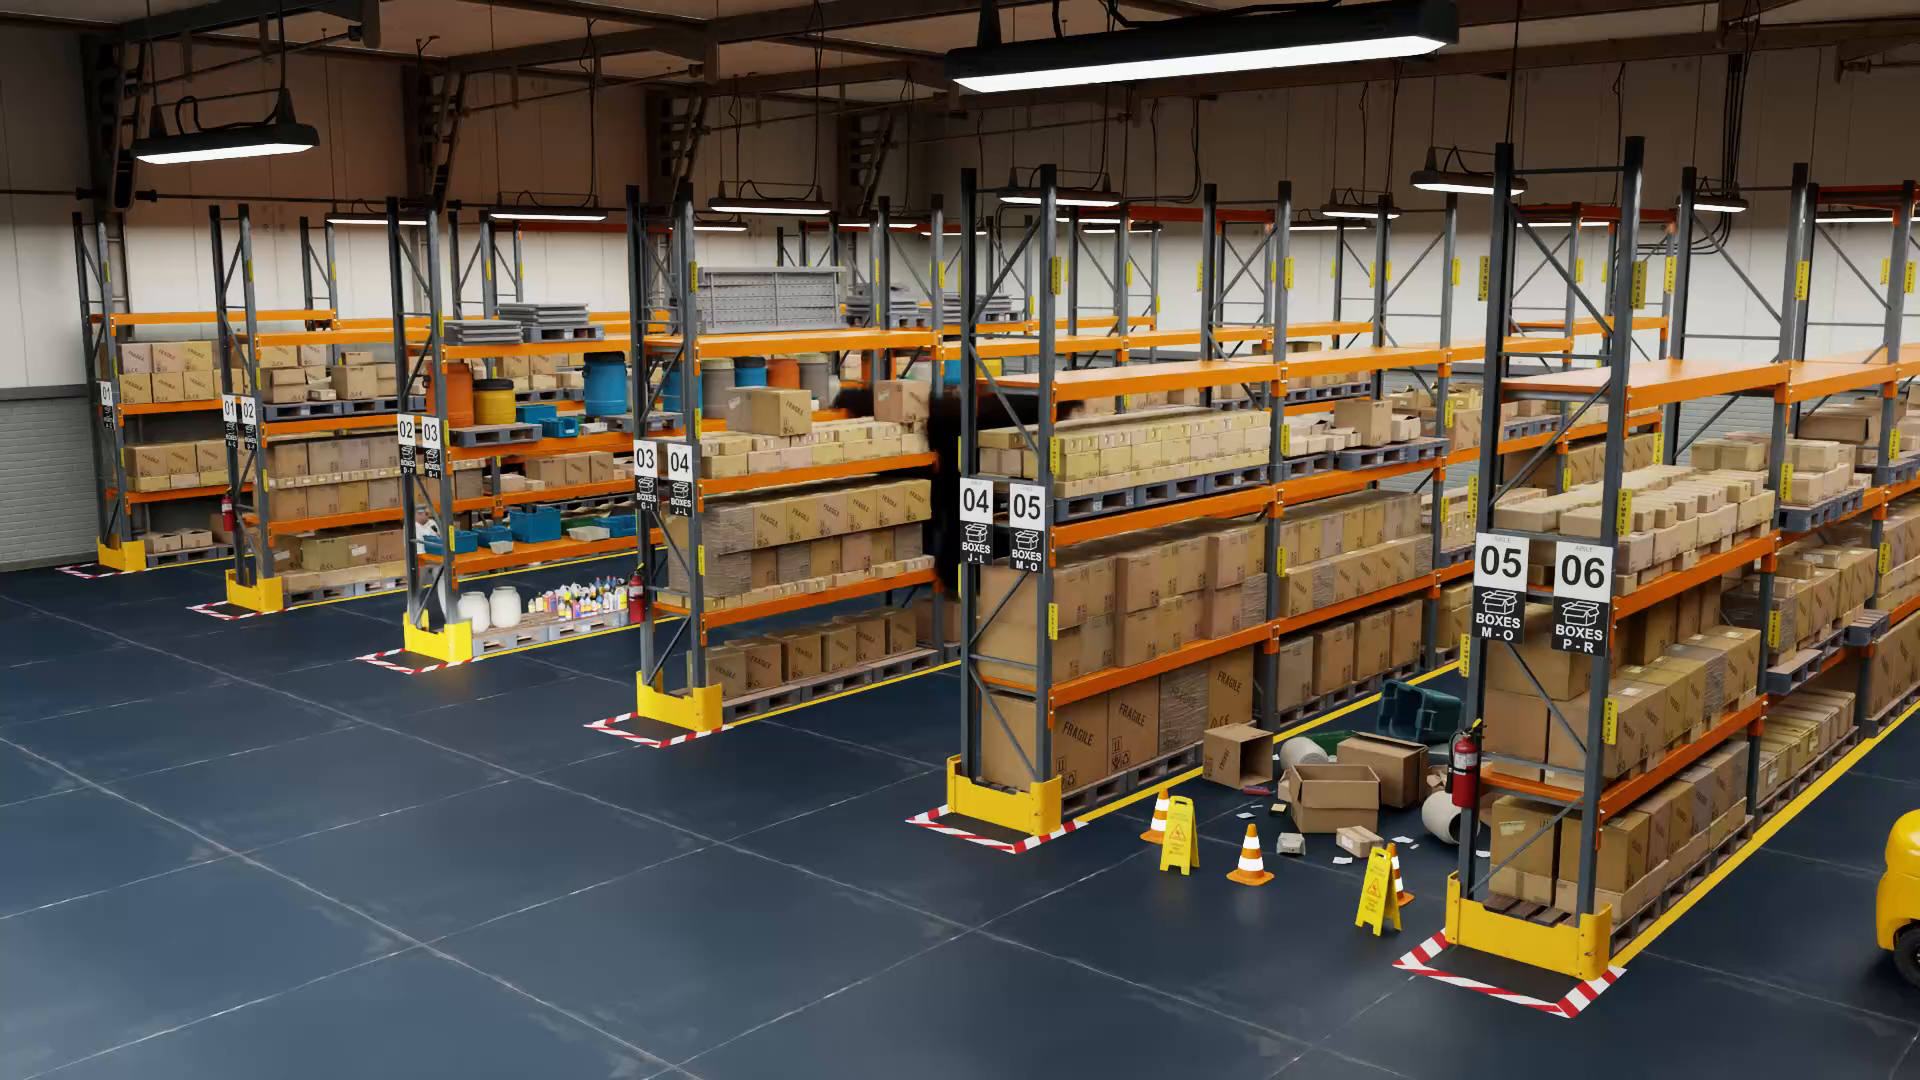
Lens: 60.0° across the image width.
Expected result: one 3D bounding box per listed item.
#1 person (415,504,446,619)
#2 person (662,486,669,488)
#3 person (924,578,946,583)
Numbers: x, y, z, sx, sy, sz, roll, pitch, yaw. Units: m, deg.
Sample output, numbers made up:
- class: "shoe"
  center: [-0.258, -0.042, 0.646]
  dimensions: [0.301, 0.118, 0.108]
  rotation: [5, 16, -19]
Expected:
- class: "person"
  center: [-7.655, 0.346, 23.982]
  dimensions: [0.692, 1.781, 0.597]
  rotation: [-7, 12, -38]
- class: "person"
  center: [-5.968, -1.413, 34.827]
  dimensions: [0.523, 1.609, 0.951]
  rotation: [7, 12, 35]
- class: "person"
  center: [-0.437, -0.142, 26.990]
  dimensions: [0.404, 1.674, 0.501]
  rotation: [7, 12, 36]
